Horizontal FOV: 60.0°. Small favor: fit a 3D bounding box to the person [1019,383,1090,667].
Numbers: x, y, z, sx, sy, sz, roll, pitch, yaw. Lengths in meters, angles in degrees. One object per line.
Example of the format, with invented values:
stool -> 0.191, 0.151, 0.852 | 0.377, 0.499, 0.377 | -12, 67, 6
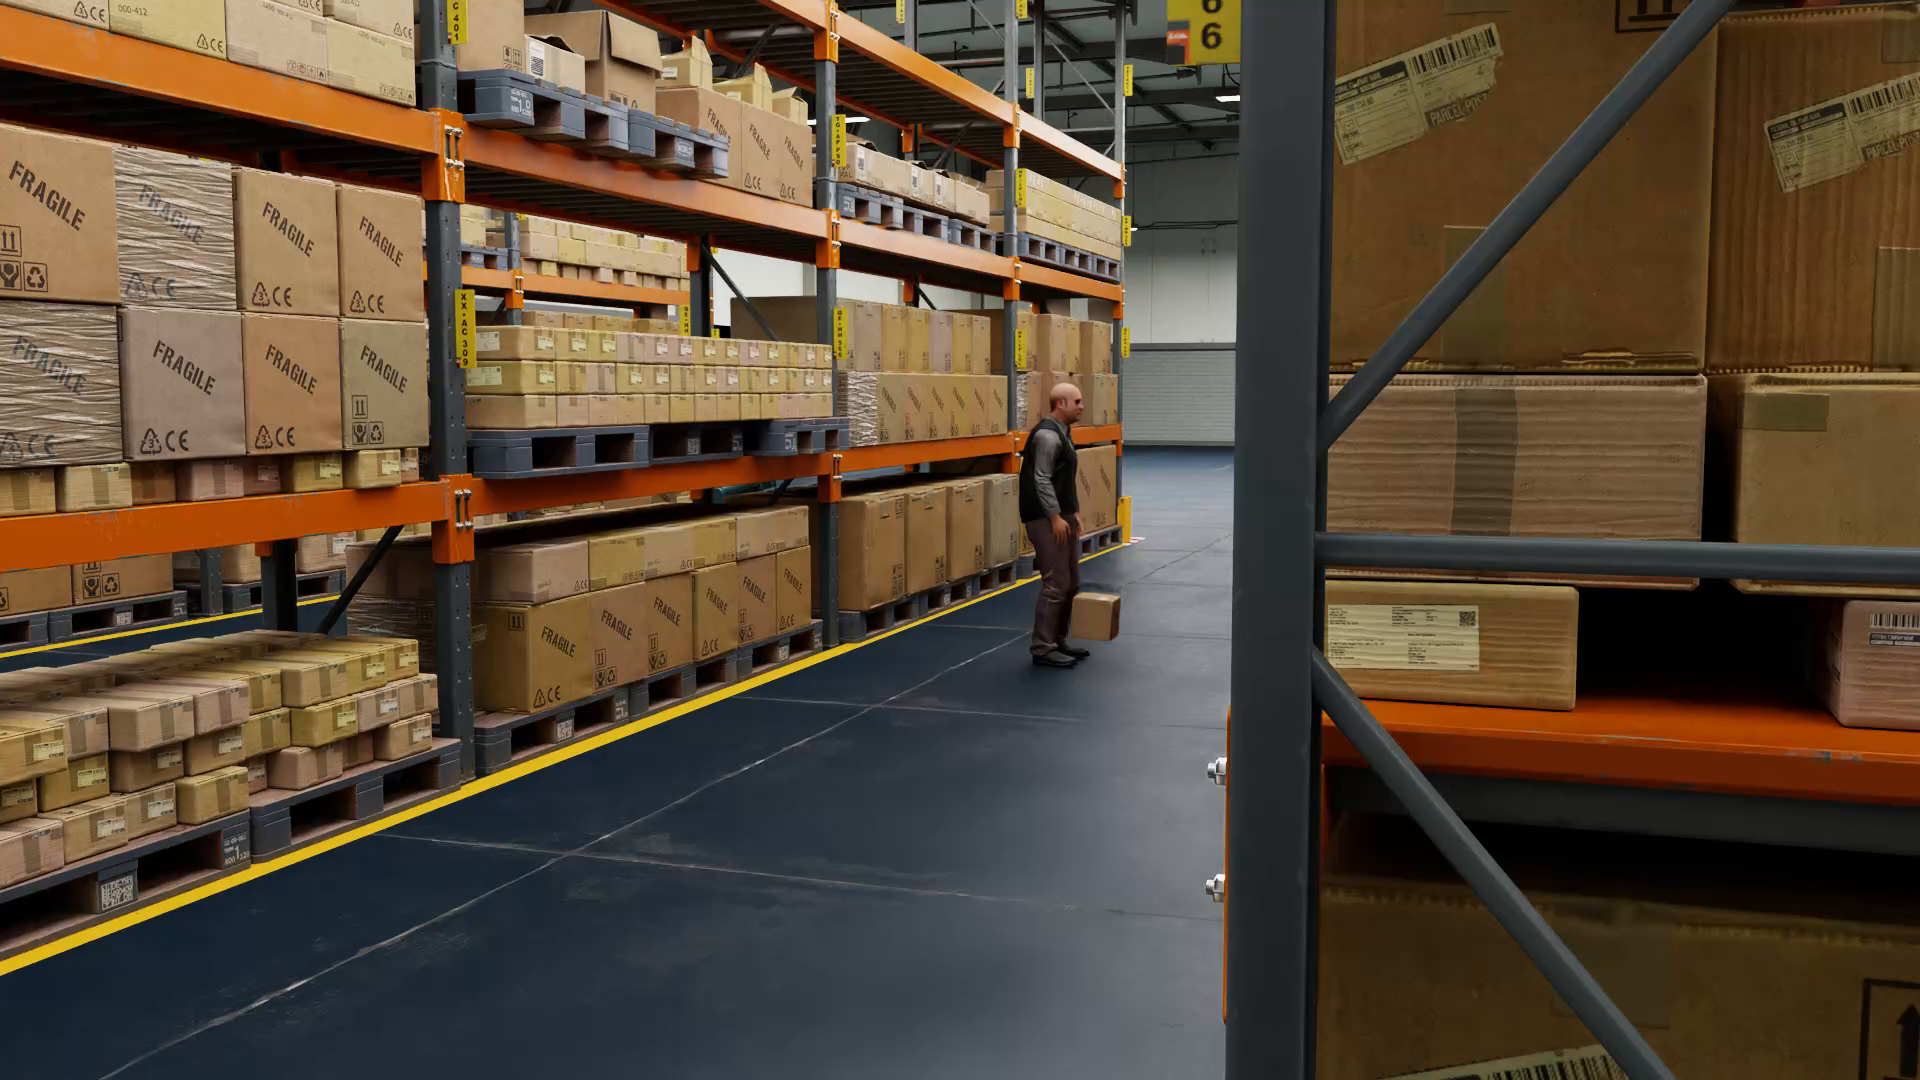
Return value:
person -> 0.576, -0.106, 10.288 | 0.418, 1.723, 0.566 | 2, 5, 17
